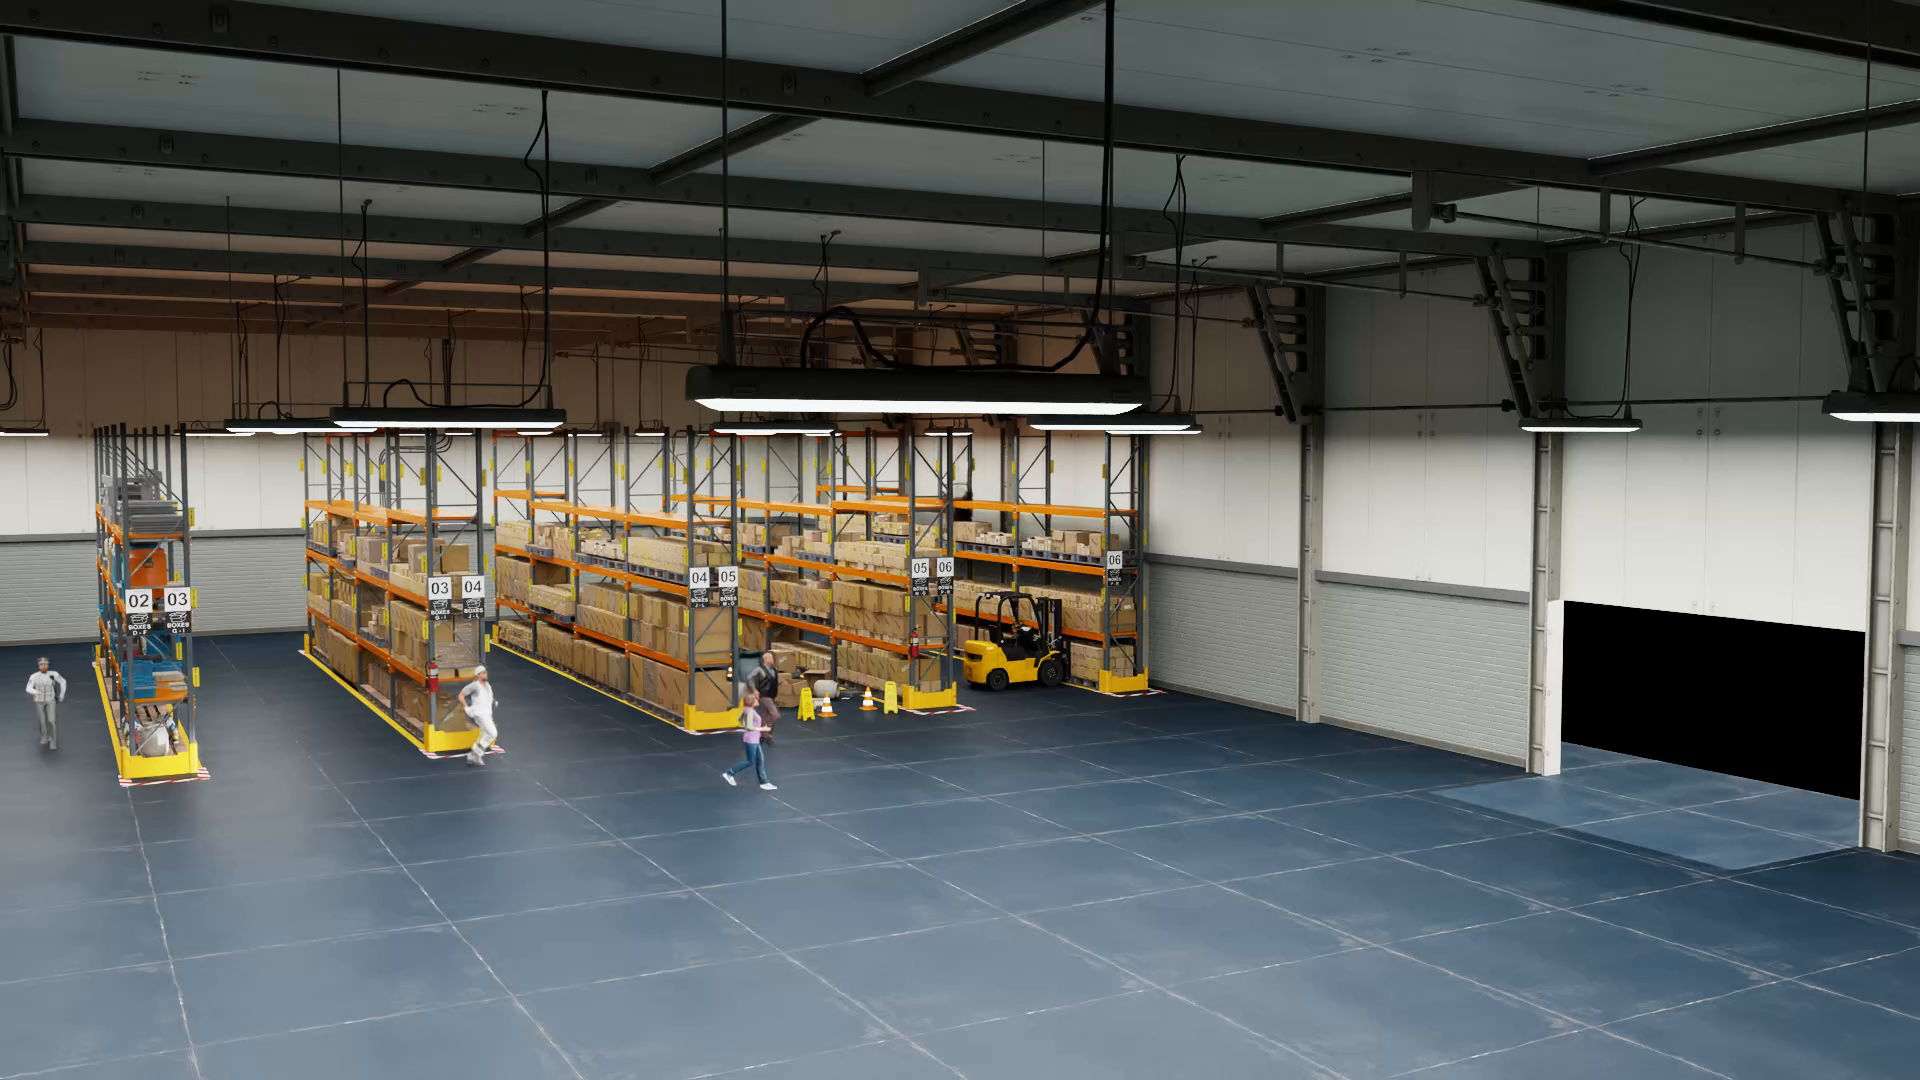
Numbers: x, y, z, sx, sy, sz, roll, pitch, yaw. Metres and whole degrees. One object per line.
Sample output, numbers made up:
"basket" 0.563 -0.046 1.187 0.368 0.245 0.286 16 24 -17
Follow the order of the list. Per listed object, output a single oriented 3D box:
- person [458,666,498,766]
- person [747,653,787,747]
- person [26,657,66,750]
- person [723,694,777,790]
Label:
"person" -8.356 3.070 29.137 0.628 1.726 0.664 1 4 11
"person" -3.603 2.984 31.158 0.771 1.763 0.644 2 4 24
"person" -16.900 3.034 30.756 0.632 1.764 0.722 -2 4 -26
"person" -3.409 3.283 26.974 0.872 1.590 0.540 0 3 -6
